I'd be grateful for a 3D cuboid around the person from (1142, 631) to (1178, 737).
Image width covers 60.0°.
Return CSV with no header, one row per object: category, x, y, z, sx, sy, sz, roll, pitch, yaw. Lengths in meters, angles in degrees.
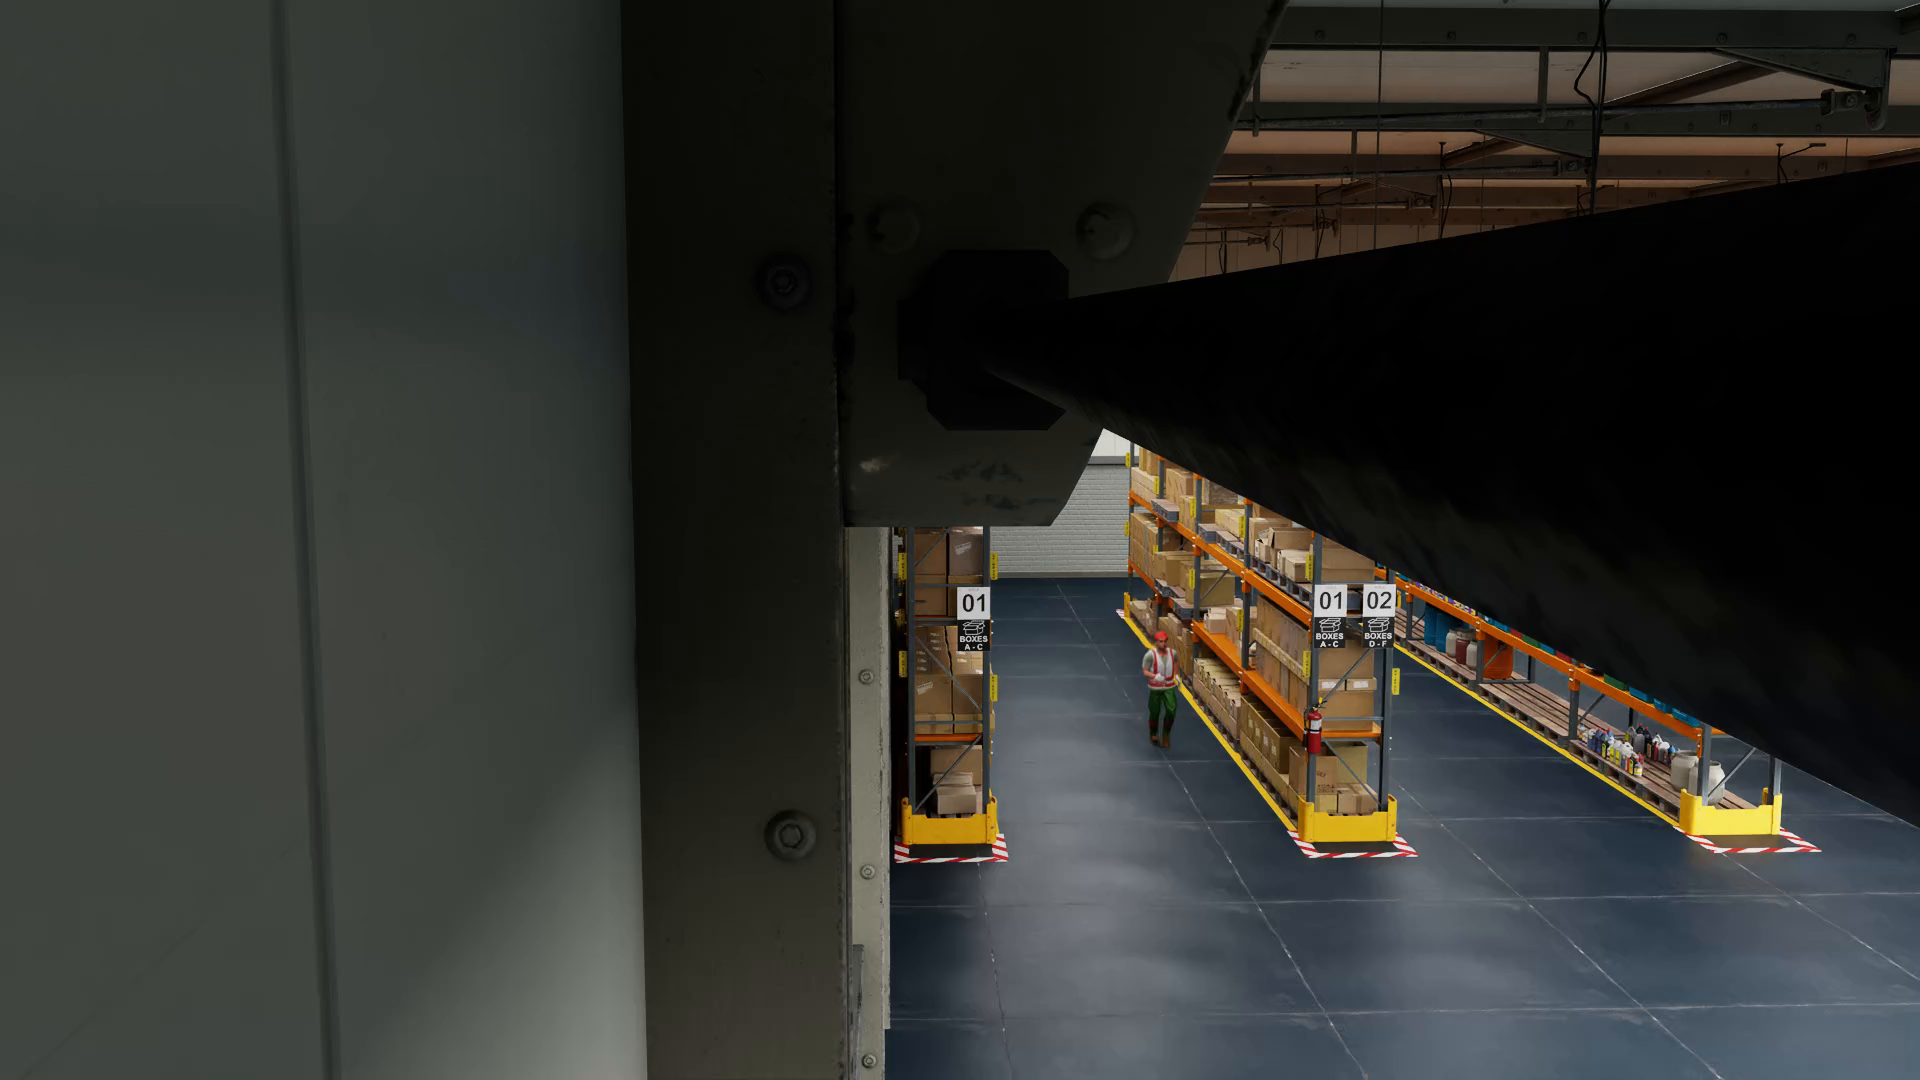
person,3.016,2.184,25.040,0.601,1.672,0.681,-1,7,-7
